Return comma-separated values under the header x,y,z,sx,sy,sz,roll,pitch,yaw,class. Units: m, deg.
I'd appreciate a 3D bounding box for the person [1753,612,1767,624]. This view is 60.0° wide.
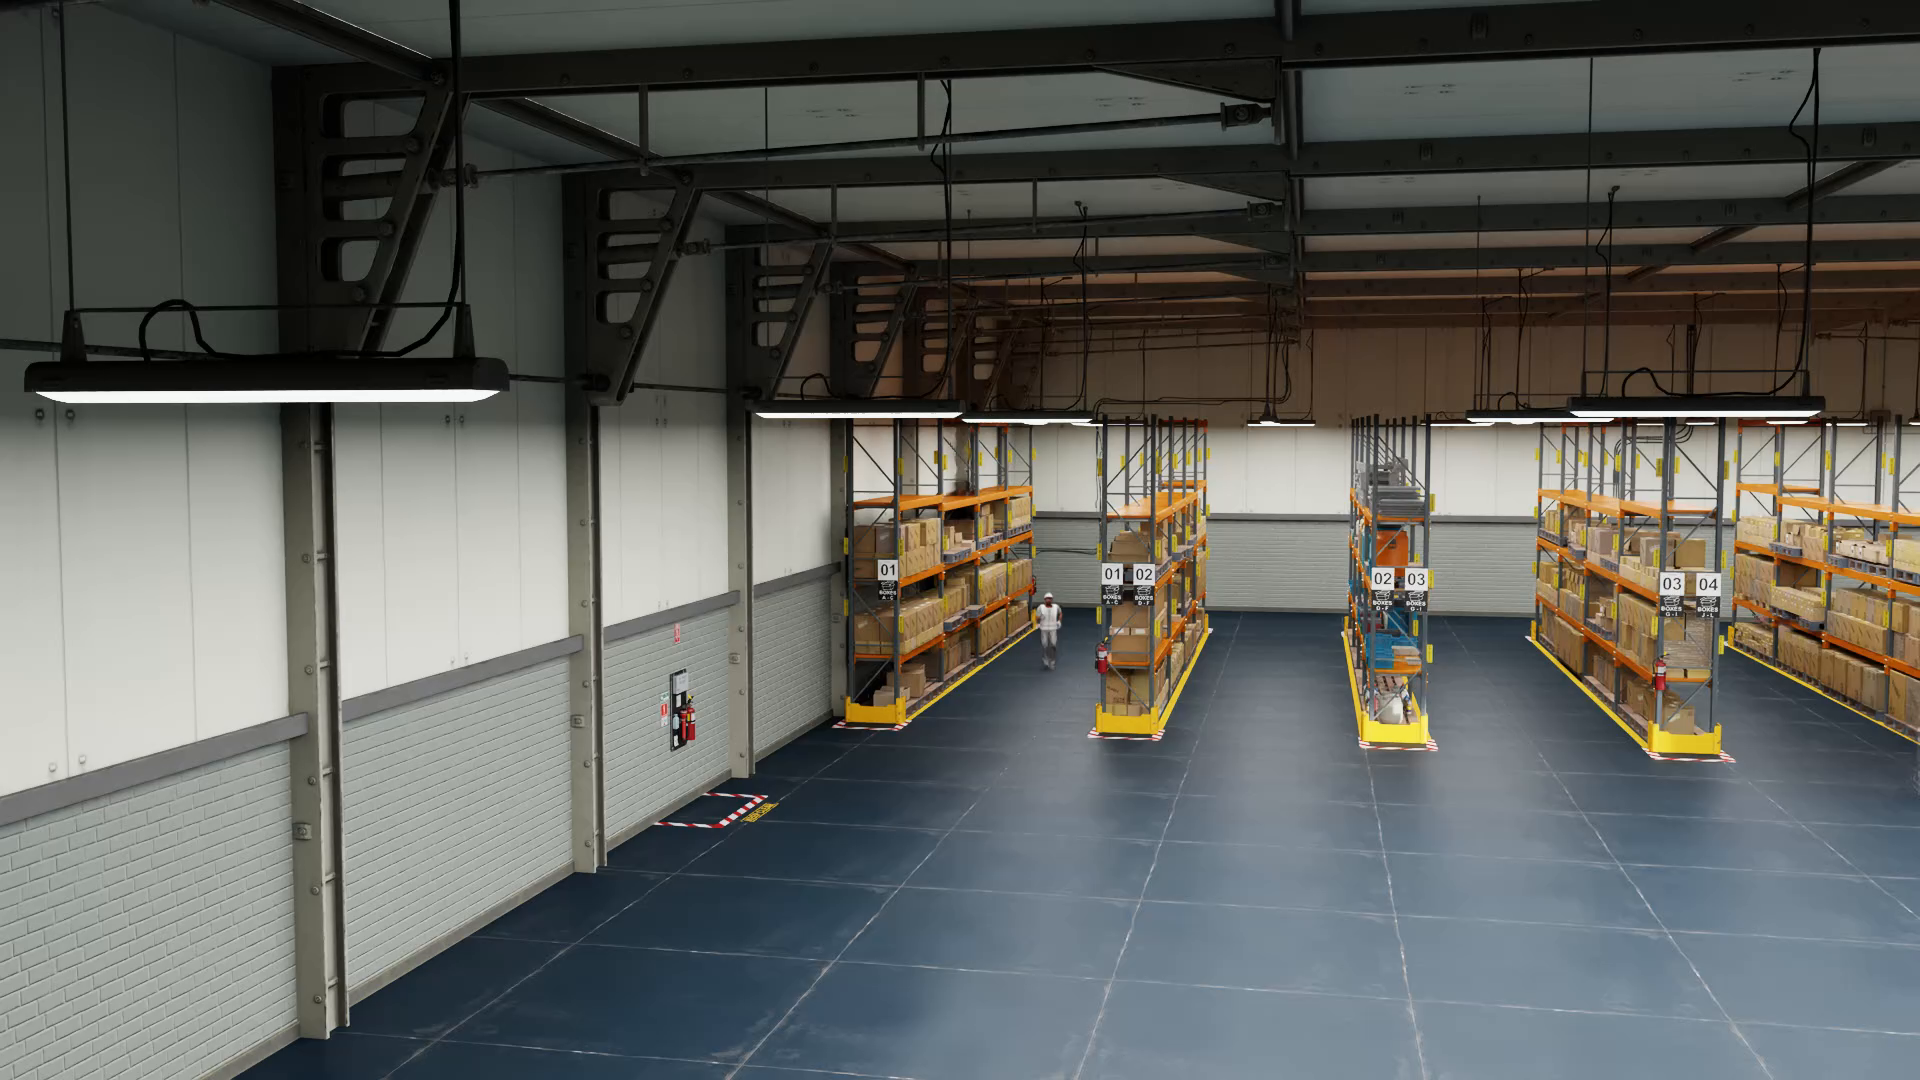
x,y,z,sx,sy,sz,roll,pitch,yaw,class
21.876,1.910,45.169,0.552,1.626,0.582,-1,4,-10,person

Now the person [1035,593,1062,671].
x,y,z,sx,sy,sz,roll,pitch,yaw,class
2.119,2.182,39.729,0.654,1.835,0.735,0,4,2,person
